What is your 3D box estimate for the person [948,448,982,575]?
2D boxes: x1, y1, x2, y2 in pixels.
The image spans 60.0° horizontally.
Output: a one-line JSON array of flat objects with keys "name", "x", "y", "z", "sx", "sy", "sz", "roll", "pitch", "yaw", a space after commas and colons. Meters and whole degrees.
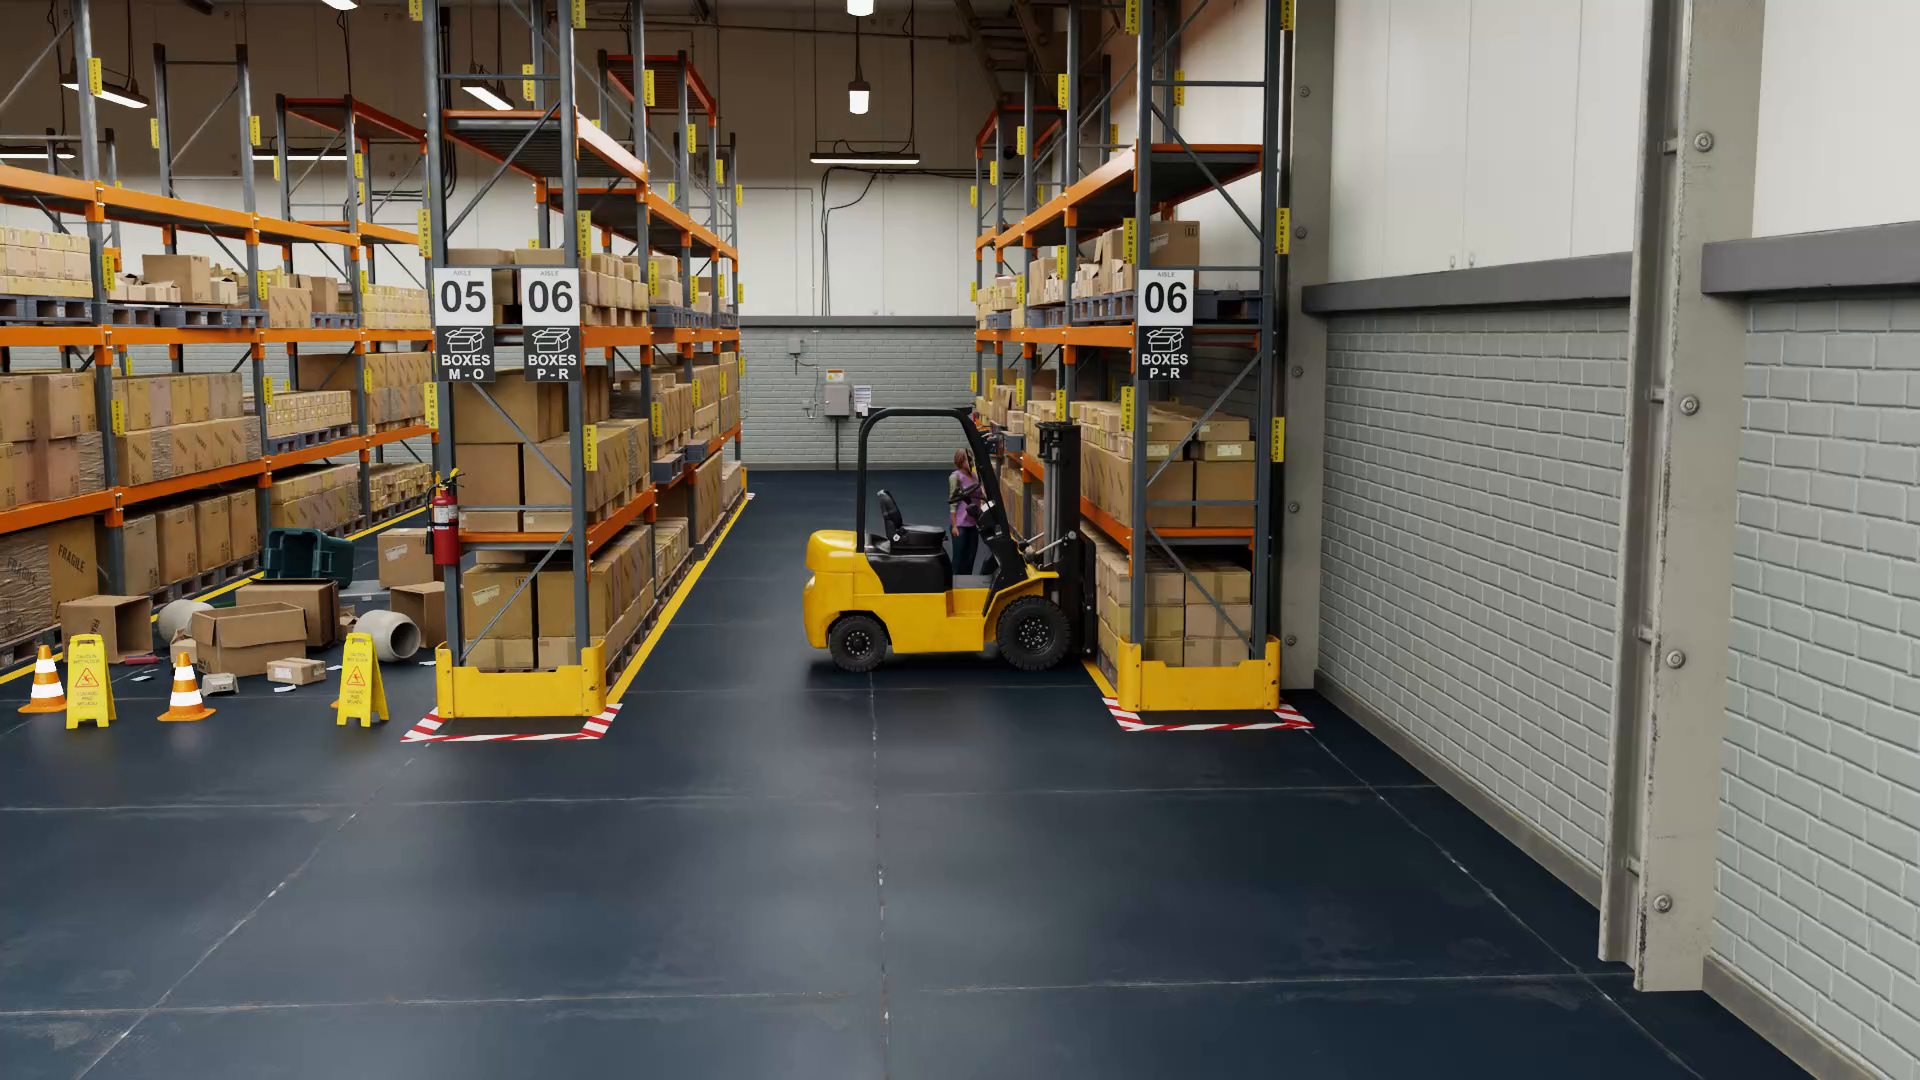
[{"name": "person", "x": 0.053, "y": -0.138, "z": 16.881, "sx": 0.308, "sy": 1.604, "sz": 0.408, "roll": 6, "pitch": 9, "yaw": 38}]
